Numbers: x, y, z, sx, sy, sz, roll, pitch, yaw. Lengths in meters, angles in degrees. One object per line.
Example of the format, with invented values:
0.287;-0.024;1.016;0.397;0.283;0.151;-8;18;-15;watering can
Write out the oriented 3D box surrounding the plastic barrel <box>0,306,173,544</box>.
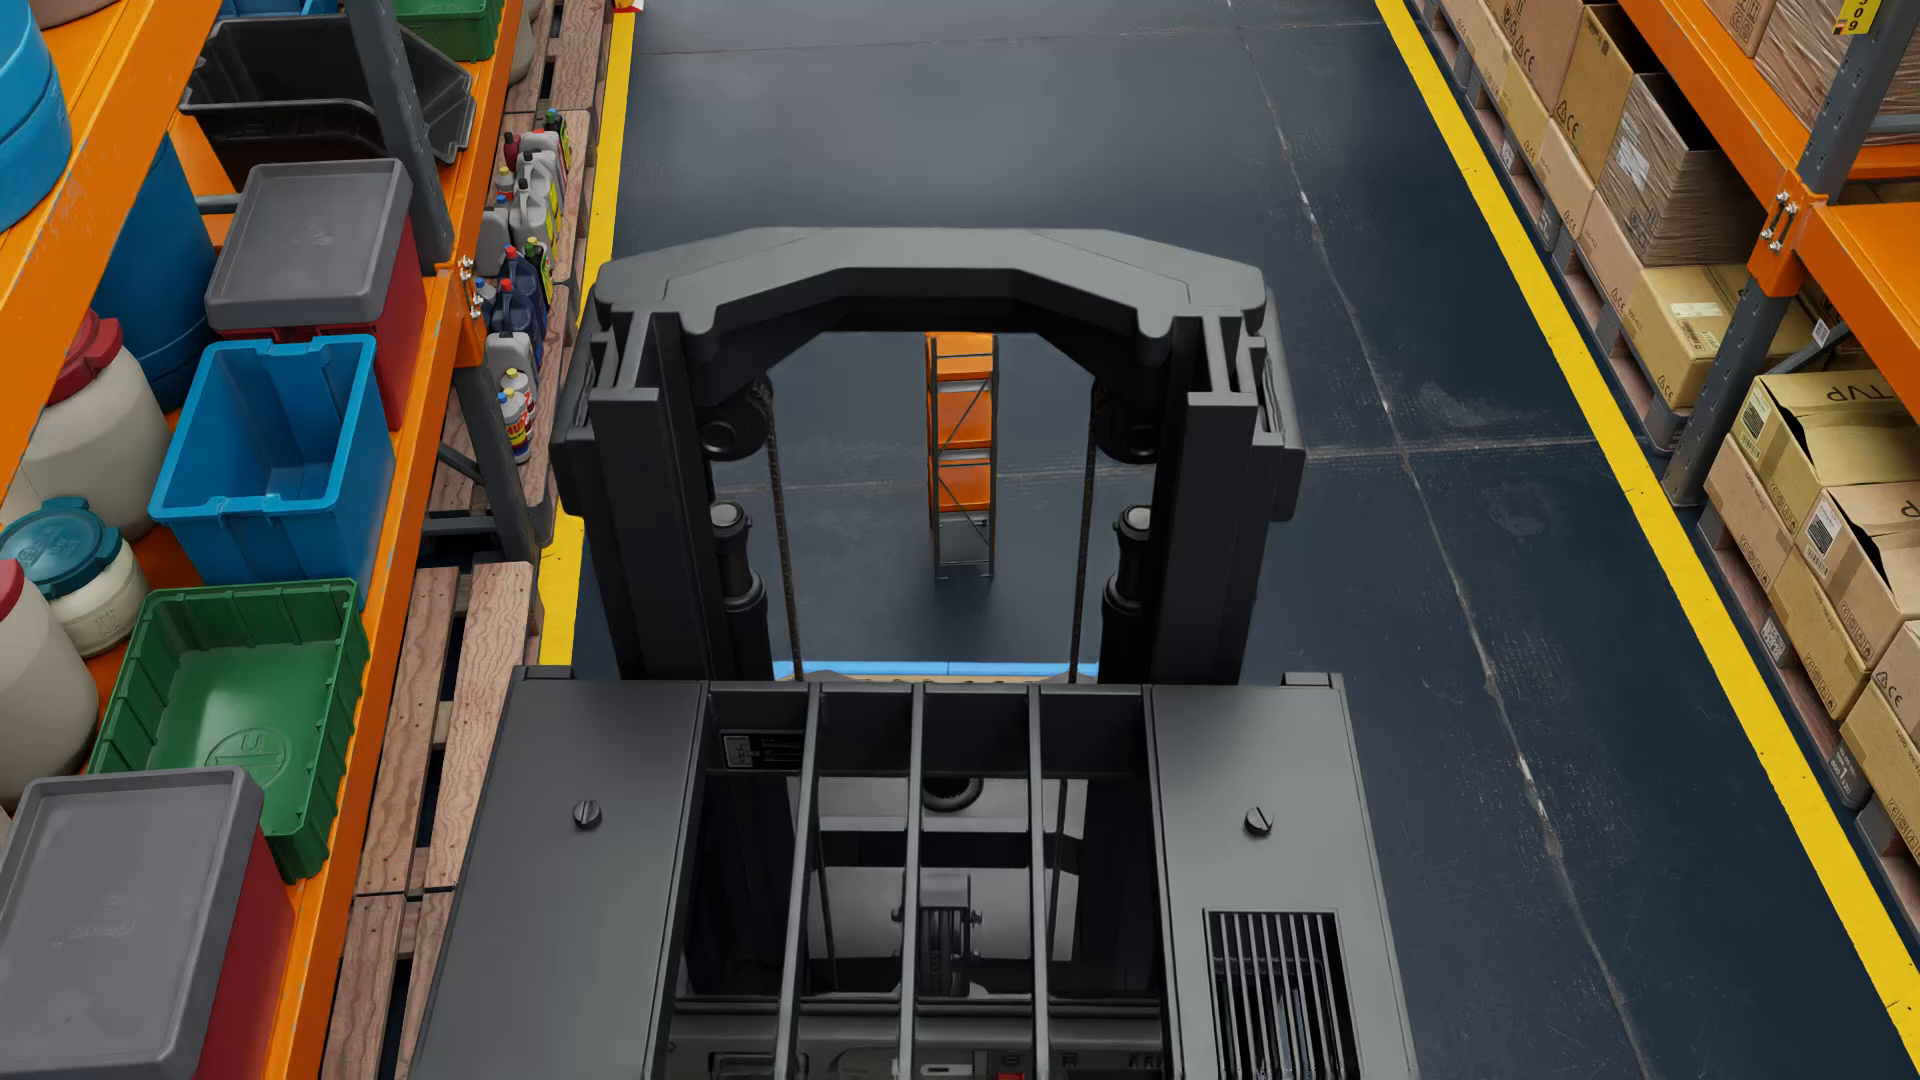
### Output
-2.074;-0.258;3.835;0.433;0.535;0.433;0;47;0;plastic barrel

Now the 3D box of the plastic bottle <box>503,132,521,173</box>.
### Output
-1.792;-1.536;6.706;0.061;0.283;0.133;-3;47;-3;plastic bottle

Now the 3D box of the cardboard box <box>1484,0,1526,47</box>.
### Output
2.588;-2.442;7.085;0.500;0.500;0.500;-3;47;-3;cardboard box

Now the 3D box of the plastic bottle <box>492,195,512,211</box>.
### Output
-1.773;-1.255;6.497;0.097;0.201;0.097;0;47;0;plastic bottle

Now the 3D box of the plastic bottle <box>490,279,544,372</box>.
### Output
-1.589;-0.767;5.932;0.144;0.351;0.185;-2;47;-2;plastic bottle

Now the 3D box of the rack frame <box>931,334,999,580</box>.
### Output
0.015;-0.234;5.249;0.200;1.050;0.008;-3;47;-3;rack frame

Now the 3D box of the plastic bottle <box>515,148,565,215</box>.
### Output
-1.674;-1.439;6.620;0.152;0.276;0.135;-5;47;-4;plastic bottle

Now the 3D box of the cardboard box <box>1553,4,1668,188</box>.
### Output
2.668;-1.719;6.400;0.500;0.500;0.500;-3;47;-3;cardboard box

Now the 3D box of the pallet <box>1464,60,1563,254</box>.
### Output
2.871;-1.720;7.233;1.003;0.211;1.213;-3;47;-3;pallet

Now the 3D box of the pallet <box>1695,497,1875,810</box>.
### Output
3.101;0.274;5.345;1.003;0.211;1.213;-3;47;-3;pallet

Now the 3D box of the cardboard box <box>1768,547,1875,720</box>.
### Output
2.829;0.262;5.040;0.500;0.250;0.500;-2;47;-2;cardboard box

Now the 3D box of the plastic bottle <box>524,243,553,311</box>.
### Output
-1.578;-1.002;6.201;0.061;0.283;0.133;-2;47;-2;plastic bottle

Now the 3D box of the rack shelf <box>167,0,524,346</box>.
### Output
-2.103;-2.117;6.184;1.077;0.370;4.000;-3;47;-3;rack shelf

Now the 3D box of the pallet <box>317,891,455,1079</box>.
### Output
-1.726;1.492;4.191;1.003;0.211;1.213;-3;47;-3;pallet

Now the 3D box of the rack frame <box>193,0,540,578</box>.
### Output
-1.935;-0.917;4.553;1.000;3.000;0.127;-3;47;-3;rack frame

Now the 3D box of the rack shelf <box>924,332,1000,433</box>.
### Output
0.004;-0.510;5.134;0.215;0.259;0.240;-3;47;-3;rack shelf

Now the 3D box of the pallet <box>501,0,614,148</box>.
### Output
-2.154;-2.212;7.700;1.003;0.211;1.213;-3;47;-3;pallet

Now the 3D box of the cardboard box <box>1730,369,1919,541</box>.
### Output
2.787;-0.293;5.180;0.500;0.311;0.500;-3;47;-3;cardboard box

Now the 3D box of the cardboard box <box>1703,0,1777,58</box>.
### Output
2.907;-1.952;5.464;0.700;0.500;0.500;-4;47;-4;cardboard box

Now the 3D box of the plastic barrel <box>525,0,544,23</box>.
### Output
-2.139;-2.629;7.598;0.421;0.512;0.421;0;47;0;plastic barrel

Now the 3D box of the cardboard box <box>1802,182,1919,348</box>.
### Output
3.274;-1.027;5.745;0.500;0.500;0.500;-3;47;-3;cardboard box

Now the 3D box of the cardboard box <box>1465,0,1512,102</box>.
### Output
2.576;-2.184;7.357;0.500;0.250;0.500;-3;47;-3;cardboard box

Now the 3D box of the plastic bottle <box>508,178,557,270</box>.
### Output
-1.641;-1.211;6.352;0.144;0.351;0.185;-4;47;-4;plastic bottle

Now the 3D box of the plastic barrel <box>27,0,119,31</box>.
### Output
-1.622;-1.293;2.498;0.600;0.901;0.600;0;47;0;plastic barrel

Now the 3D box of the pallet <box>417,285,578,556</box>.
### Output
-1.950;-0.447;6.028;1.003;0.211;1.213;-3;47;-3;pallet

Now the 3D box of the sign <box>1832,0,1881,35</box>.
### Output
2.448;-1.506;4.459;0.100;0.325;0.005;-3;47;-3;sign

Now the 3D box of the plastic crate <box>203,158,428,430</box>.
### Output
-1.590;-0.608;4.215;0.402;0.464;0.583;-3;47;-3;plastic crate

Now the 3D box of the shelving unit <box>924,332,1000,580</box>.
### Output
0.004;-0.322;5.332;0.215;1.050;0.252;-3;47;-3;shelving unit

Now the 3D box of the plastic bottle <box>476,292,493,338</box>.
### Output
-1.733;-0.758;5.924;0.144;0.351;0.185;-3;47;-3;plastic bottle

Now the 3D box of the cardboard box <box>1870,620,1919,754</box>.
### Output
2.868;0.444;4.482;0.500;0.311;0.500;-5;47;-5;cardboard box

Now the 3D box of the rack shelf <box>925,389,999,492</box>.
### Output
0.004;-0.315;5.340;0.215;0.259;0.240;-3;47;-3;rack shelf

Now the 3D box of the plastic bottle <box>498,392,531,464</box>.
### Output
-1.525;-0.388;5.627;0.097;0.271;0.097;0;47;0;plastic bottle

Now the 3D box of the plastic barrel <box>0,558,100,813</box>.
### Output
-2.012;0.272;3.333;0.433;0.535;0.433;0;47;0;plastic barrel

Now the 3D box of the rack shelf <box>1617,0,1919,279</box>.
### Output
2.833;-2.415;6.467;1.077;0.370;4.000;-3;47;-3;rack shelf

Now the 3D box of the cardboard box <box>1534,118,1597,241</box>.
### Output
2.656;-1.460;6.671;0.500;0.250;0.500;-3;47;-3;cardboard box

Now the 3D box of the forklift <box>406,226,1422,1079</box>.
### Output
-0.046;1.095;2.694;1.130;2.935;3.031;0;47;0;forklift

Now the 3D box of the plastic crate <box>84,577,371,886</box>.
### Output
-1.508;0.398;3.453;0.450;0.188;0.662;-3;47;-3;plastic crate

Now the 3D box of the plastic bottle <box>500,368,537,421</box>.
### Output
-1.542;-0.511;5.792;0.097;0.201;0.097;0;47;0;plastic bottle

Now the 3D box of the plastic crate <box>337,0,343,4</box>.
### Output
-2.324;-1.986;5.747;0.530;0.136;0.437;-3;47;-3;plastic crate

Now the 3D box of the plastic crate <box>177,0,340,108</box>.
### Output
-2.299;-1.650;5.350;0.499;0.251;0.616;-3;47;-3;plastic crate

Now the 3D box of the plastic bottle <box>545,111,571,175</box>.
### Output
-1.652;-1.643;6.808;0.061;0.283;0.133;-2;47;-2;plastic bottle

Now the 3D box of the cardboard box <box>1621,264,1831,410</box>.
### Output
2.744;-0.737;5.986;0.500;0.250;0.500;-3;47;-3;cardboard box

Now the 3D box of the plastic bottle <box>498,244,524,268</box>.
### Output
-1.655;-0.980;6.189;0.097;0.271;0.097;0;47;0;plastic bottle
